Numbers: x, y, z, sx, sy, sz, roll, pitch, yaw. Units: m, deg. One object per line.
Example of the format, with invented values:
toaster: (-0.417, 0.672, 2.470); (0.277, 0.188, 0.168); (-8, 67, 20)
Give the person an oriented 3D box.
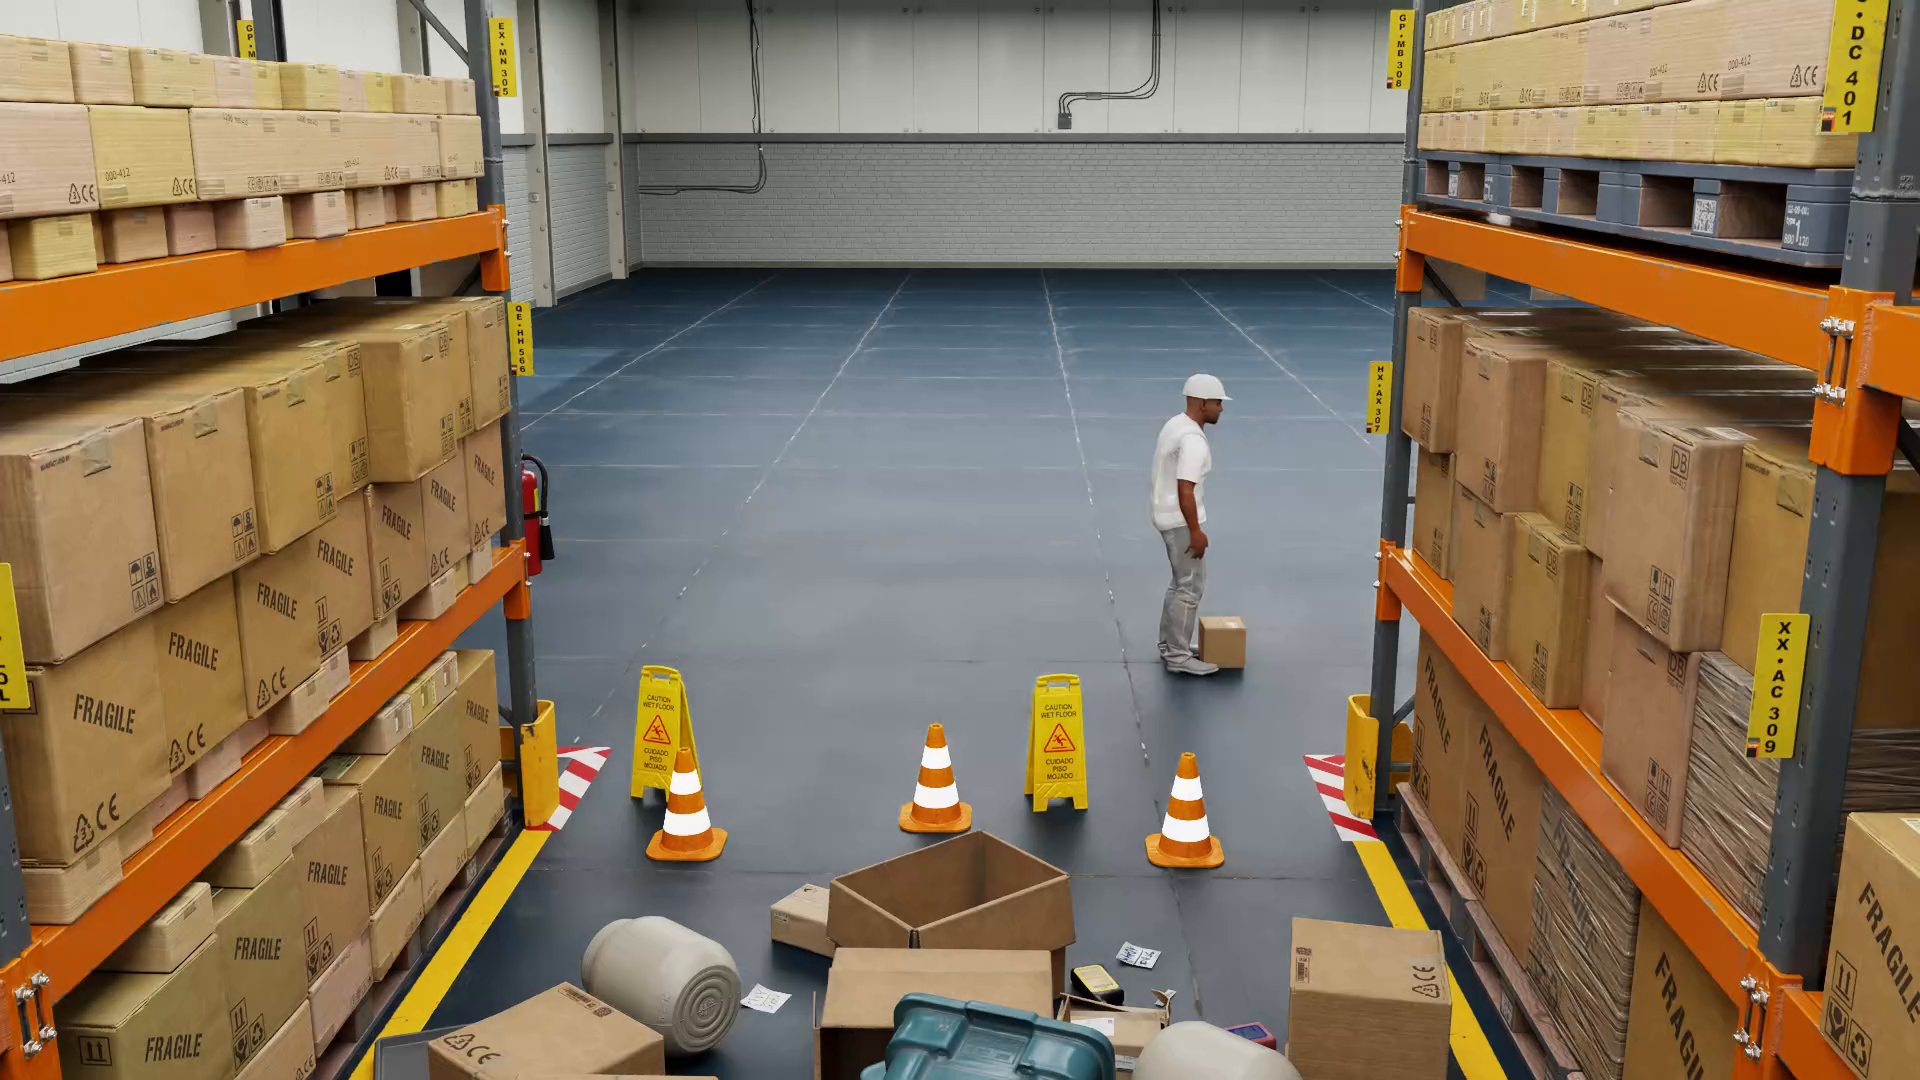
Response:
person: (1.365, -0.110, 9.906); (0.460, 1.761, 0.627); (0, 14, 1)
